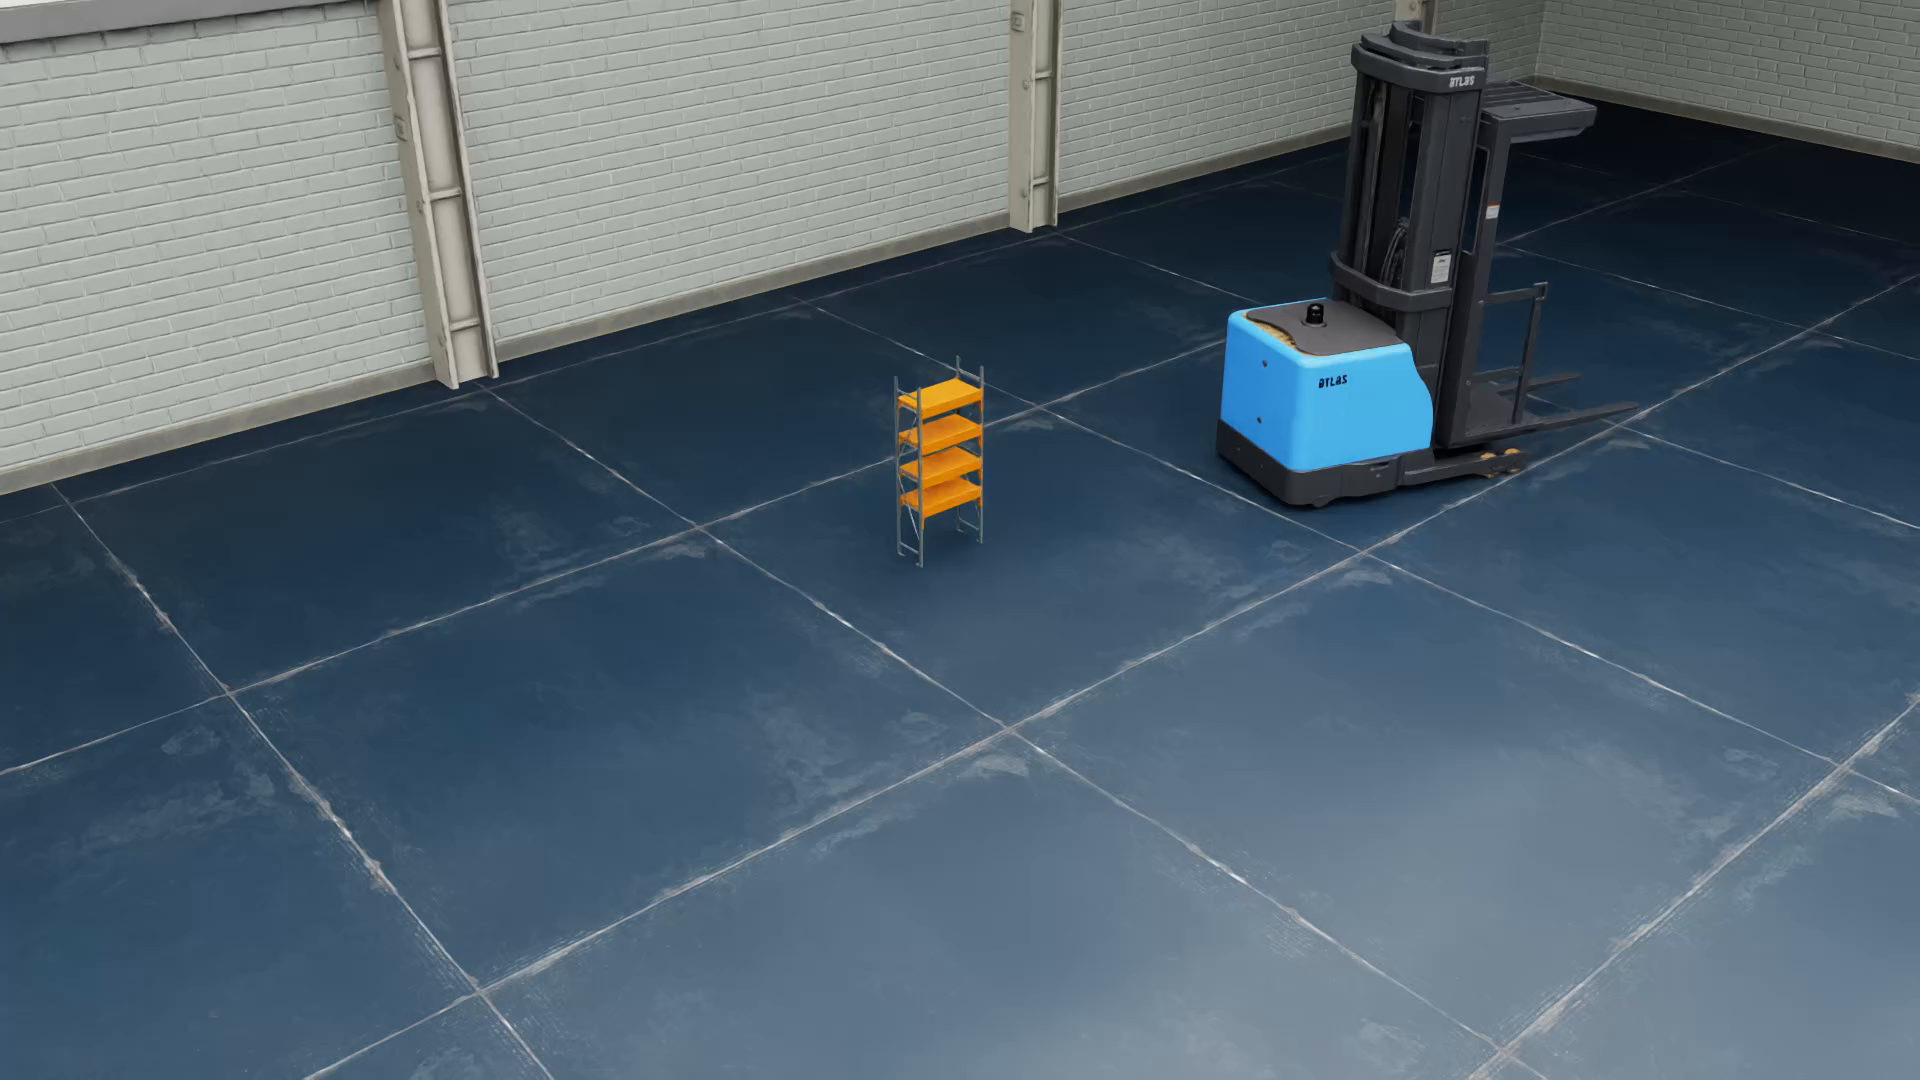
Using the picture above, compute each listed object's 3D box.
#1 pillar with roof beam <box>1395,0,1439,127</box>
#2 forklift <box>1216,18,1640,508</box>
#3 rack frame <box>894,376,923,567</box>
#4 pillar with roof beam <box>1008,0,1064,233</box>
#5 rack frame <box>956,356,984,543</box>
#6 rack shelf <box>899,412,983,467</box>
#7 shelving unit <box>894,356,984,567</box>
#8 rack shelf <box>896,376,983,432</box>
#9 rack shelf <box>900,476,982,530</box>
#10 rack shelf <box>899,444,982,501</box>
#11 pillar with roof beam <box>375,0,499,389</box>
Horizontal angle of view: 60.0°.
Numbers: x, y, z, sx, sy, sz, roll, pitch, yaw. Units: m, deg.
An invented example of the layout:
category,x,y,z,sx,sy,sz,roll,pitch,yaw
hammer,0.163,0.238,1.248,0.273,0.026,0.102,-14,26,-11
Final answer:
category,x,y,z,sx,sy,sz,roll,pitch,yaw
pillar with roof beam,8.075,-7.367,14.846,0.400,9.000,9.100,-22,35,-35
forklift,3.360,-1.940,11.129,3.031,2.935,1.130,-11,30,-20
rack frame,-0.312,-0.404,10.091,0.015,1.200,0.240,-22,35,-35
pillar with roof beam,3.511,-5.531,11.411,0.400,9.000,9.100,-22,35,-35
rack frame,0.060,-0.553,10.370,0.015,1.200,0.240,-22,35,-35
rack shelf,-0.126,-0.616,10.157,0.480,0.148,0.258,-22,35,-35
shelving unit,-0.126,-0.479,10.231,0.503,1.200,0.258,-22,35,-35
rack shelf,-0.126,-0.825,10.046,0.480,0.148,0.258,-22,35,-35
rack shelf,-0.126,-0.244,10.356,0.480,0.148,0.258,-22,35,-35
rack shelf,-0.126,-0.419,10.262,0.480,0.148,0.258,-22,35,-35
pillar with roof beam,-1.054,-3.696,7.977,0.400,9.000,9.100,-22,35,-35
